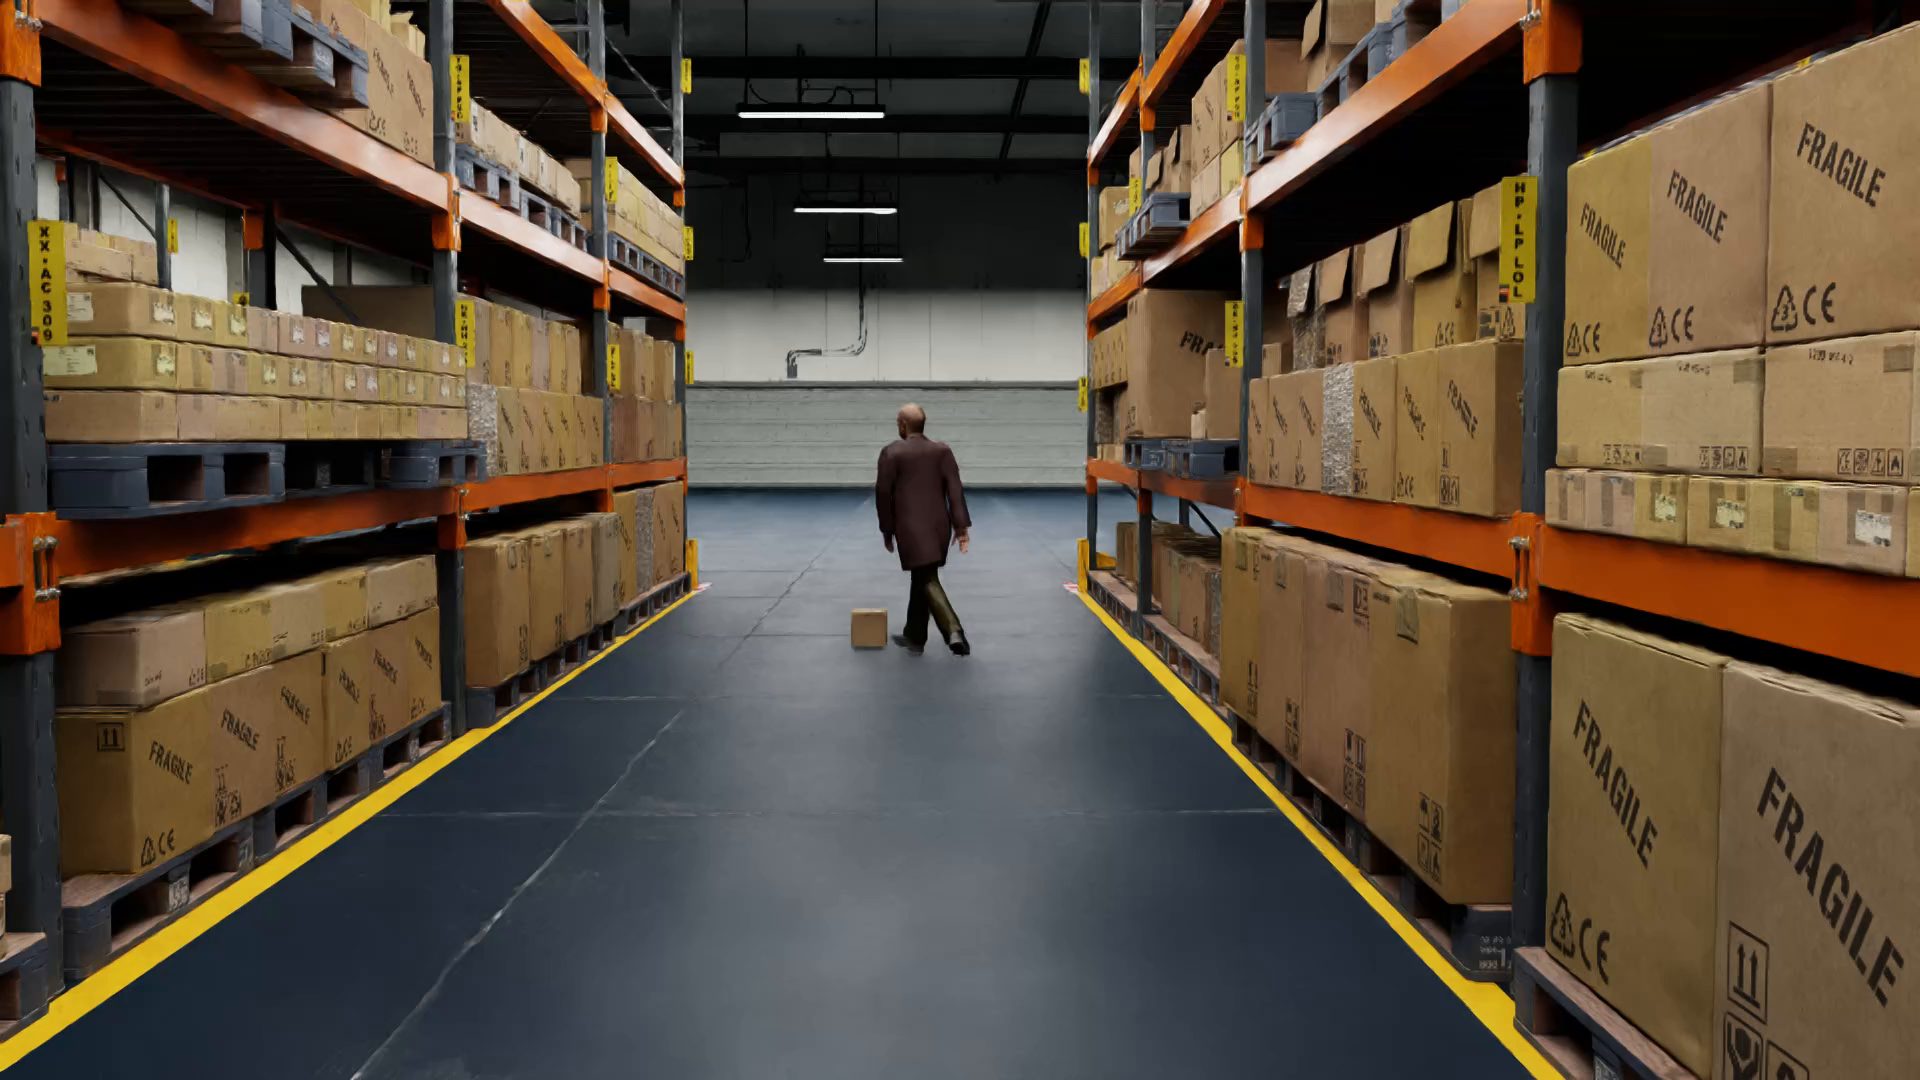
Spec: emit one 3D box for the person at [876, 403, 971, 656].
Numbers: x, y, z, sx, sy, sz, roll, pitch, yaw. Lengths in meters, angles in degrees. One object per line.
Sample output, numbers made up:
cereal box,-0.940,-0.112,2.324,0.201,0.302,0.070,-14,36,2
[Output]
person,-0.282,-0.062,11.346,0.595,1.738,1.039,-2,4,-30
